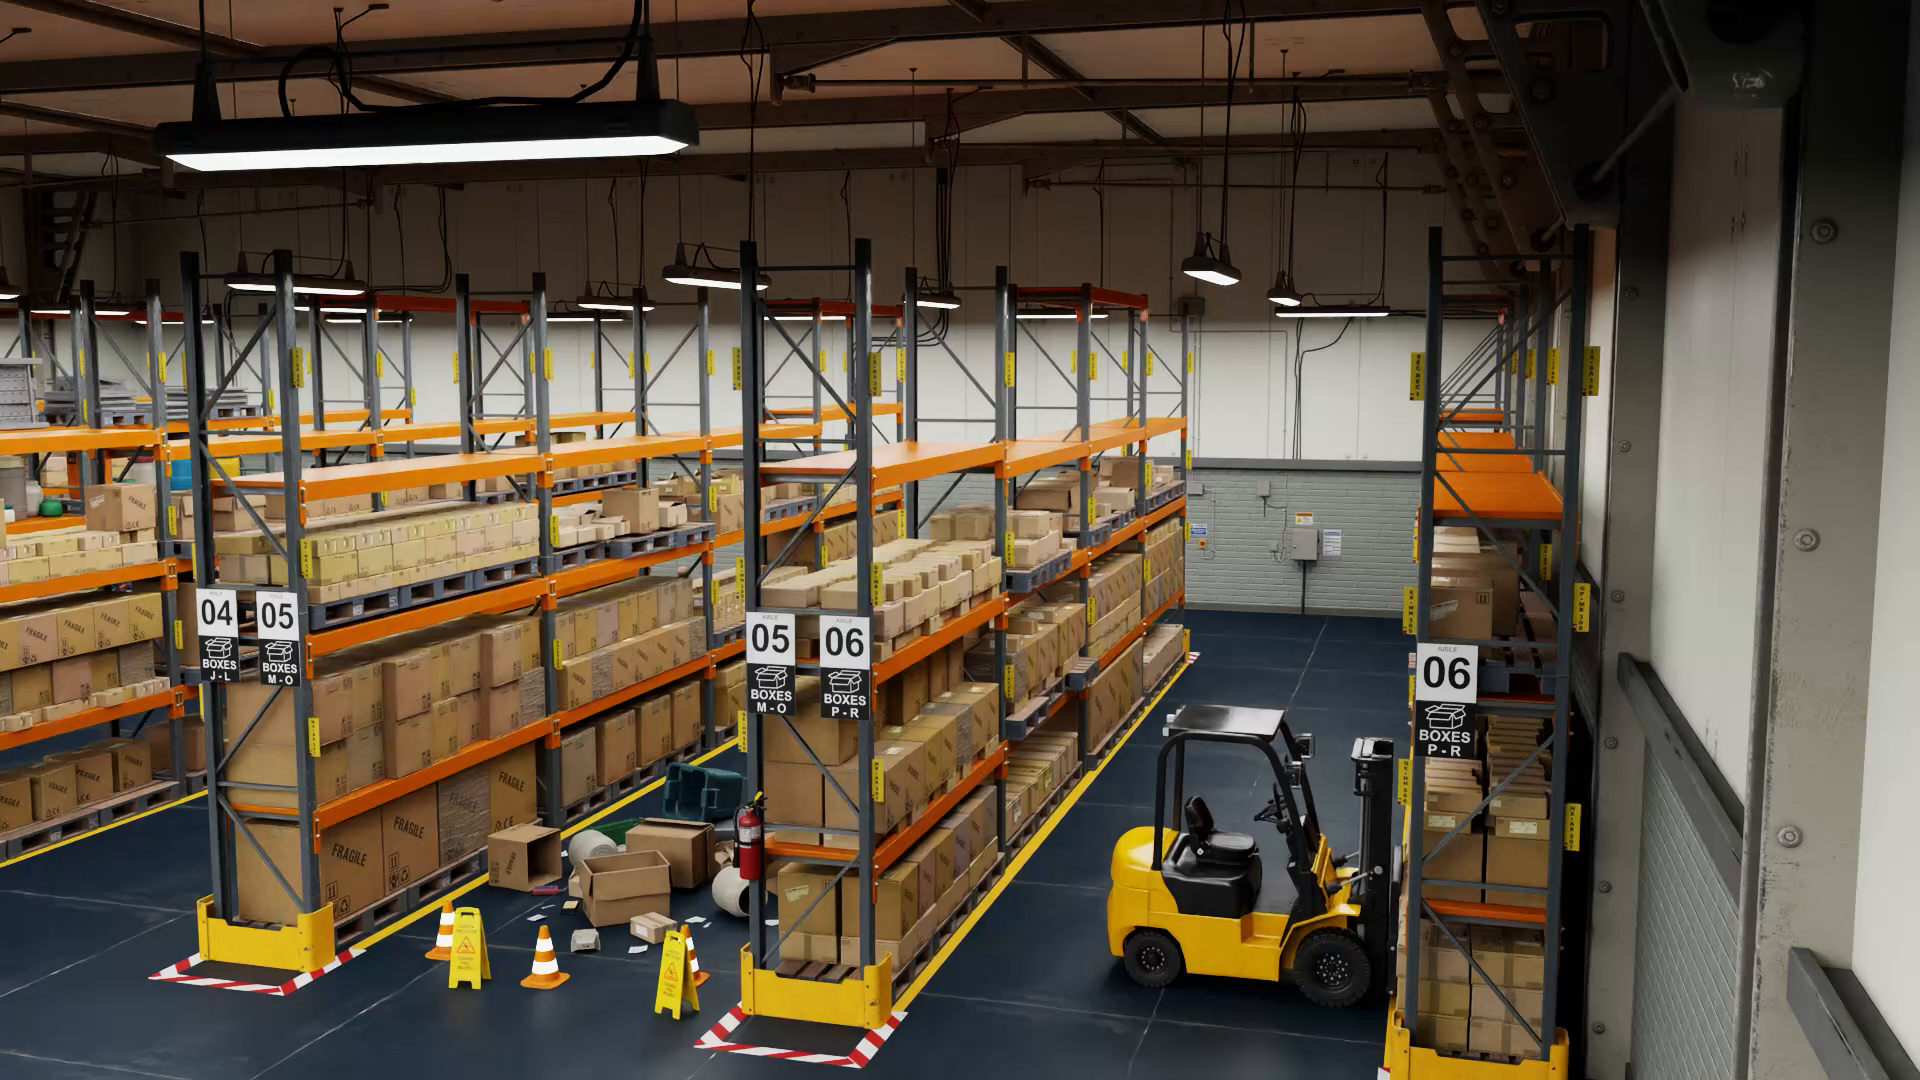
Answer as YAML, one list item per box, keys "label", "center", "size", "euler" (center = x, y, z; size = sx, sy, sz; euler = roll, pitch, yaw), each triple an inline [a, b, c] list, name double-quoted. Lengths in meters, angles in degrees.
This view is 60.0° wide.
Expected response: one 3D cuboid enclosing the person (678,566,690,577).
- label: "person"
  center: [-4.506, 1.297, 26.642]
  size: [0.681, 1.777, 0.527]
  euler: [1, 6, 8]
